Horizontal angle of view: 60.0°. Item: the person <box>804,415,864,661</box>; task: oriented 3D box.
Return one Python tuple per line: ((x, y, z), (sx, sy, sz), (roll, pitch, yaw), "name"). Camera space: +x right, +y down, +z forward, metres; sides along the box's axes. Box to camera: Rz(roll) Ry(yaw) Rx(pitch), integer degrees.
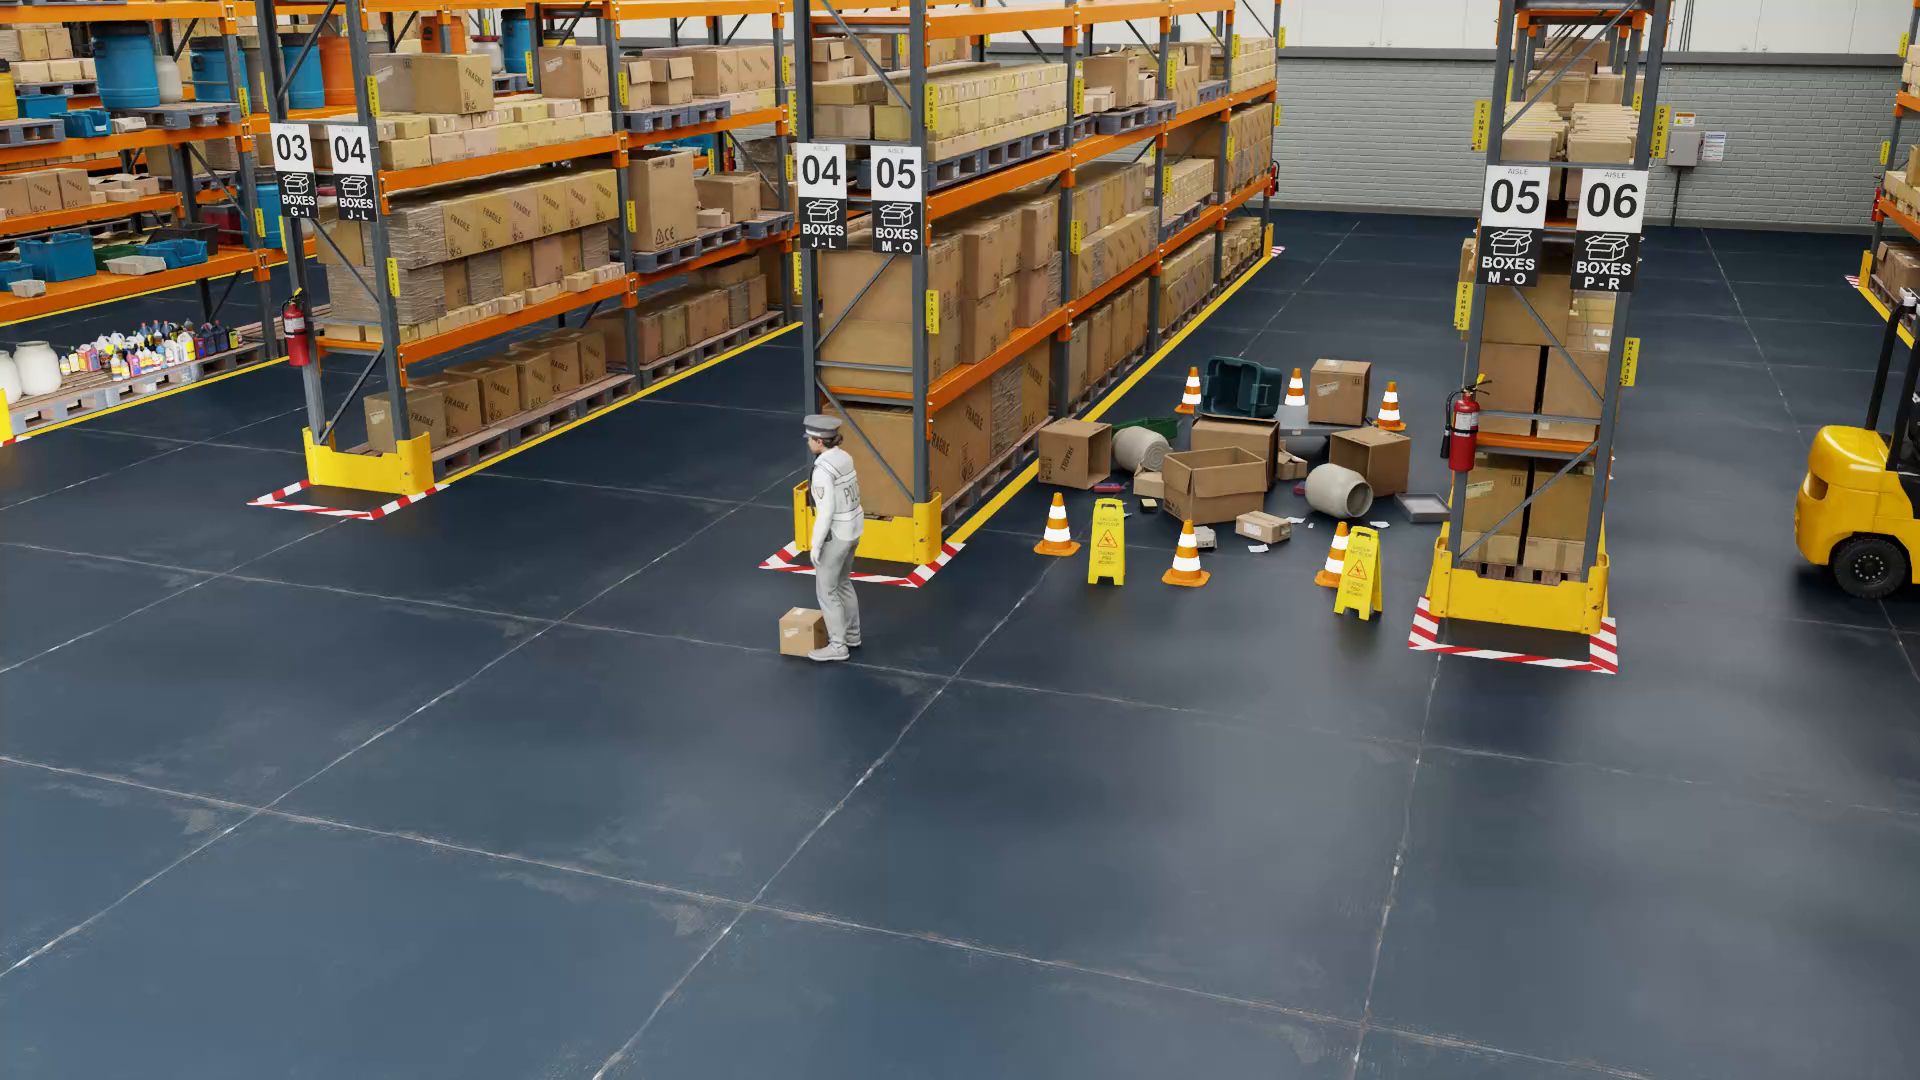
((-0.841, -0.015, 11.100), (0.372, 1.664, 0.528), (7, 20, 18), "person")
